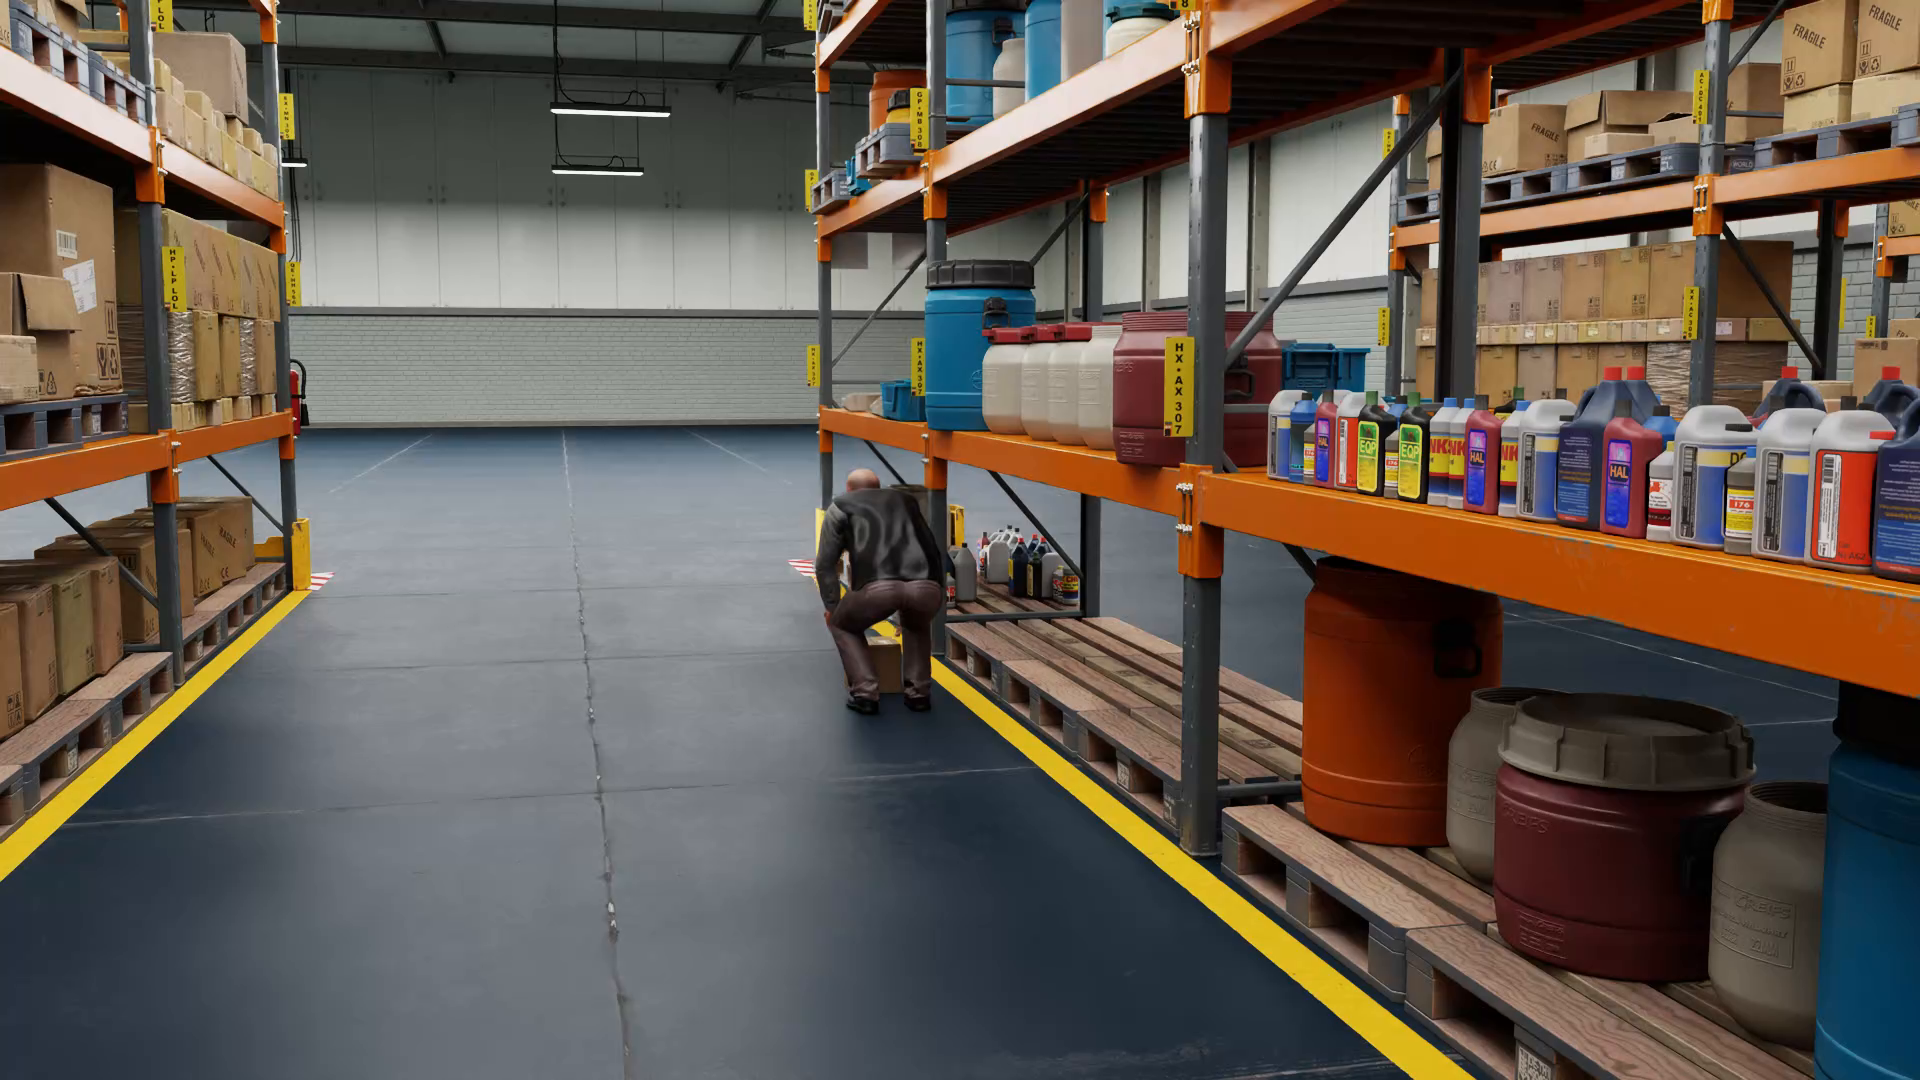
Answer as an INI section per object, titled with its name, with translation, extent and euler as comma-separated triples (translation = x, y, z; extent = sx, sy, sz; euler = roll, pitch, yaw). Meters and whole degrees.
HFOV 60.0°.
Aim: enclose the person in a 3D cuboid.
[person]
translation = -0.396, 0.241, 8.069
extent = 0.568, 1.139, 0.823
euler = -1, 6, -14
